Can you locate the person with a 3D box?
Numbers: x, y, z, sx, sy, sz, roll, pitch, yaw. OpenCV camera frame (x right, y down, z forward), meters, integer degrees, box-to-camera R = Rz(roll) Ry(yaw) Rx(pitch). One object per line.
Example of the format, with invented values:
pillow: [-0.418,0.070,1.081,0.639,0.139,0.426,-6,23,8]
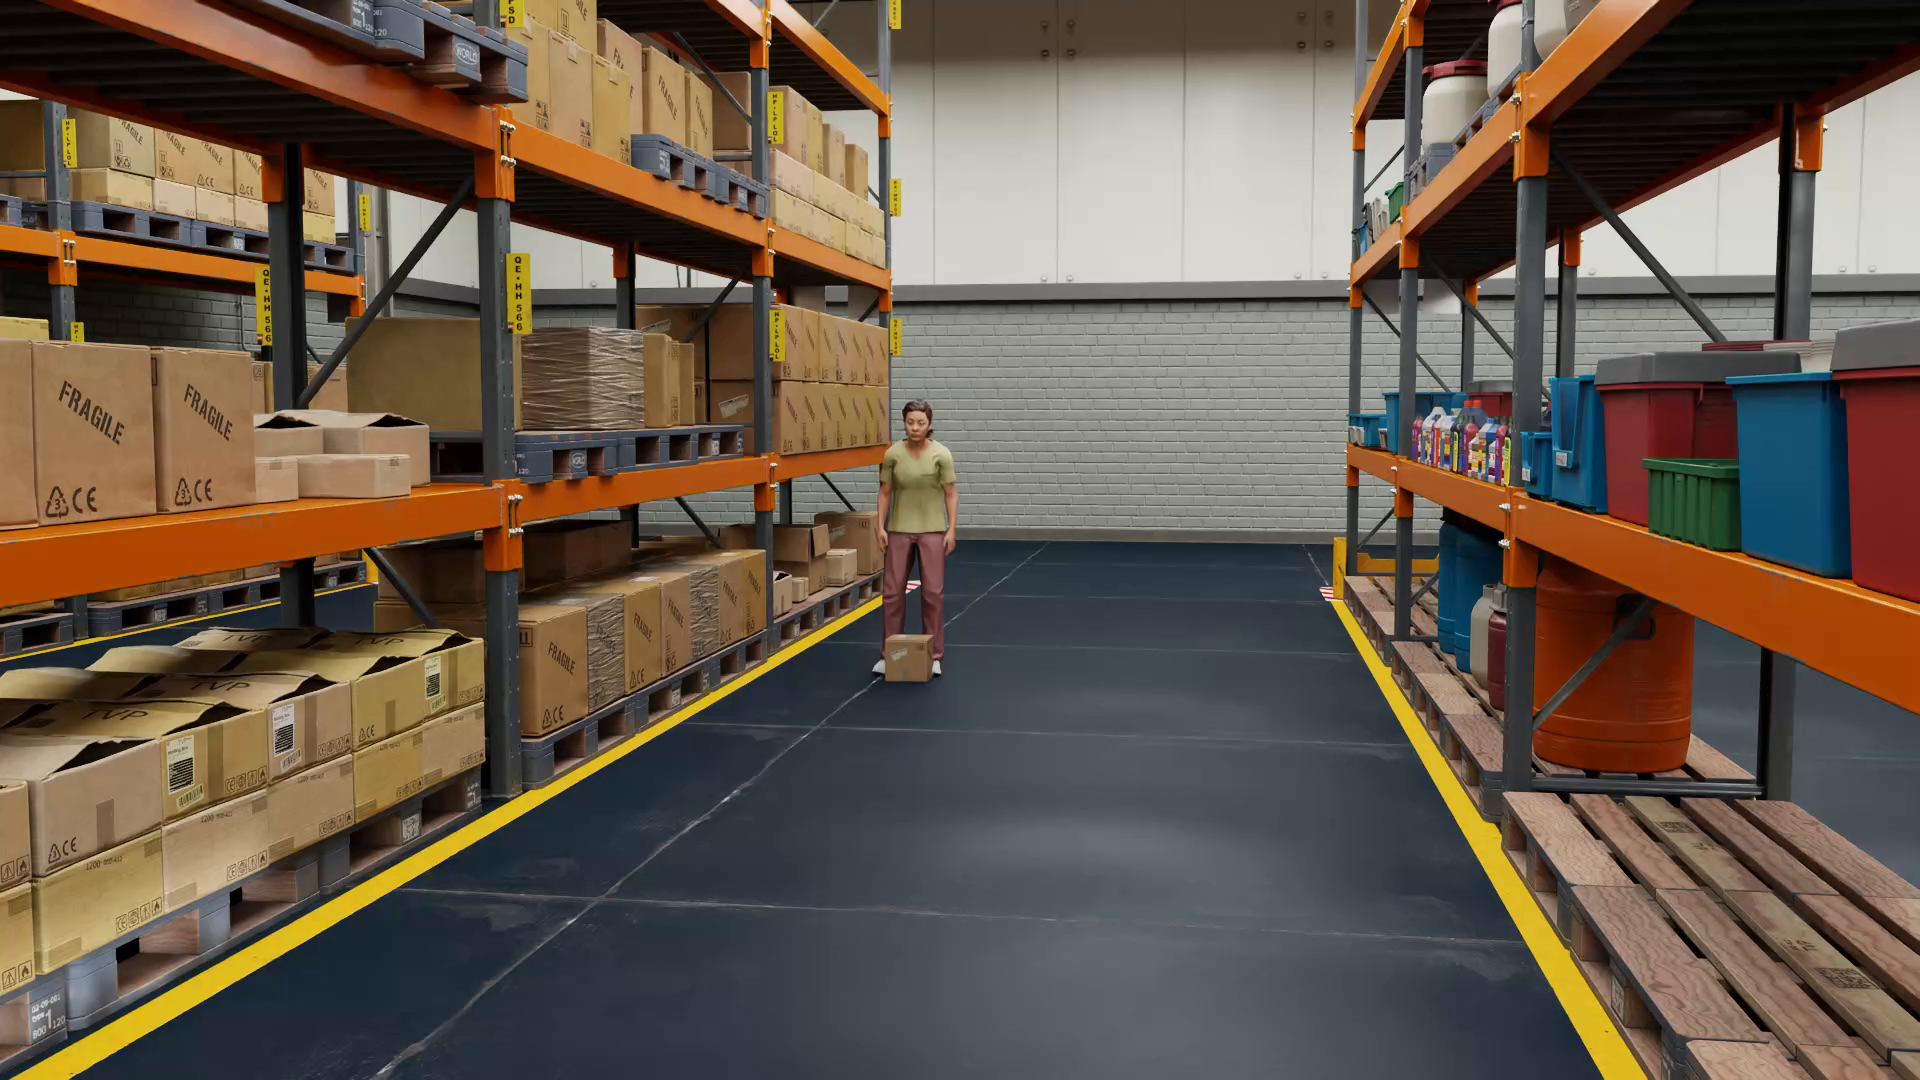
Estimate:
person: [-0.269,-0.022,10.140,0.501,1.672,0.363,1,5,7]
